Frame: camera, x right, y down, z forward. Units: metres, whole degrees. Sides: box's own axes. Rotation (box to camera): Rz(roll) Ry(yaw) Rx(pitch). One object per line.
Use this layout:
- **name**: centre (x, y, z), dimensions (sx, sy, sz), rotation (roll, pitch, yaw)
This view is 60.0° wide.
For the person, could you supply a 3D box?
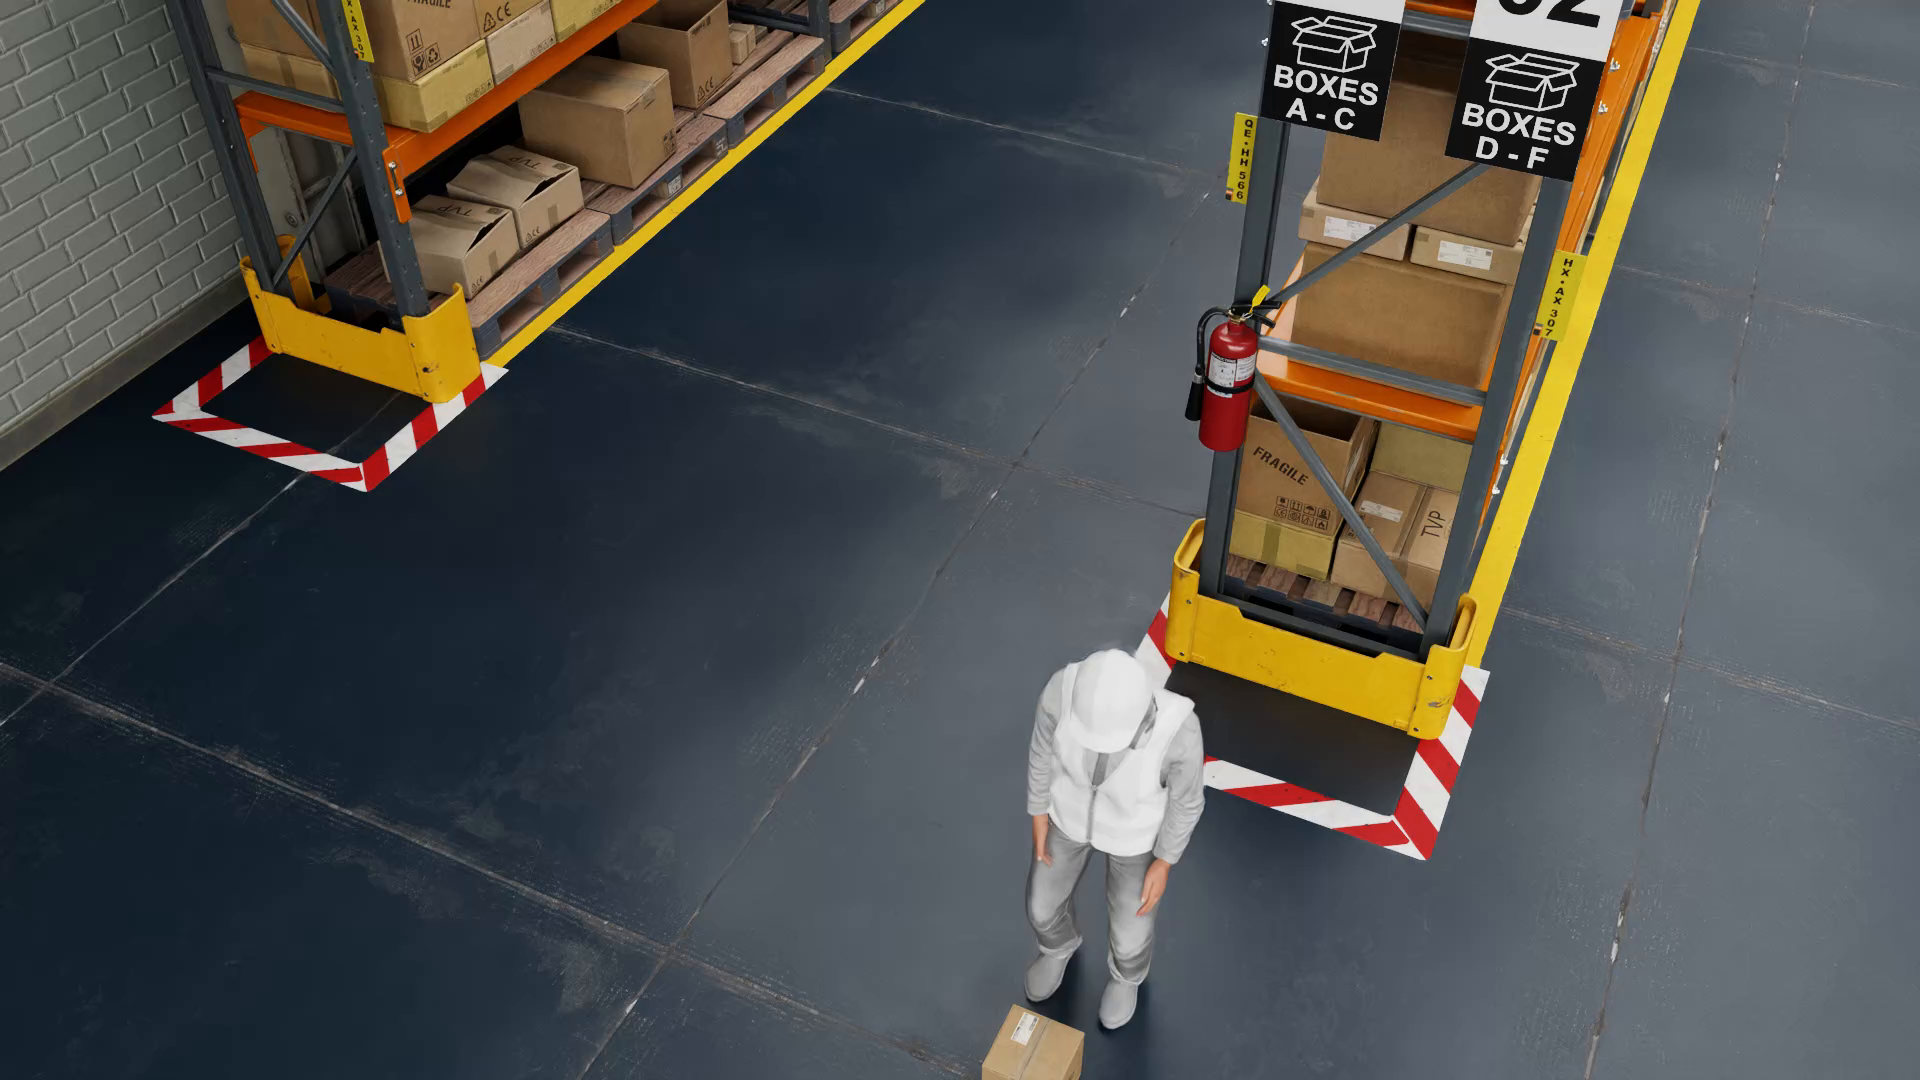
- **person**: centre (0.466, 0.902, 5.185), dimensions (0.563, 1.708, 0.495), rotation (18, 45, 19)
